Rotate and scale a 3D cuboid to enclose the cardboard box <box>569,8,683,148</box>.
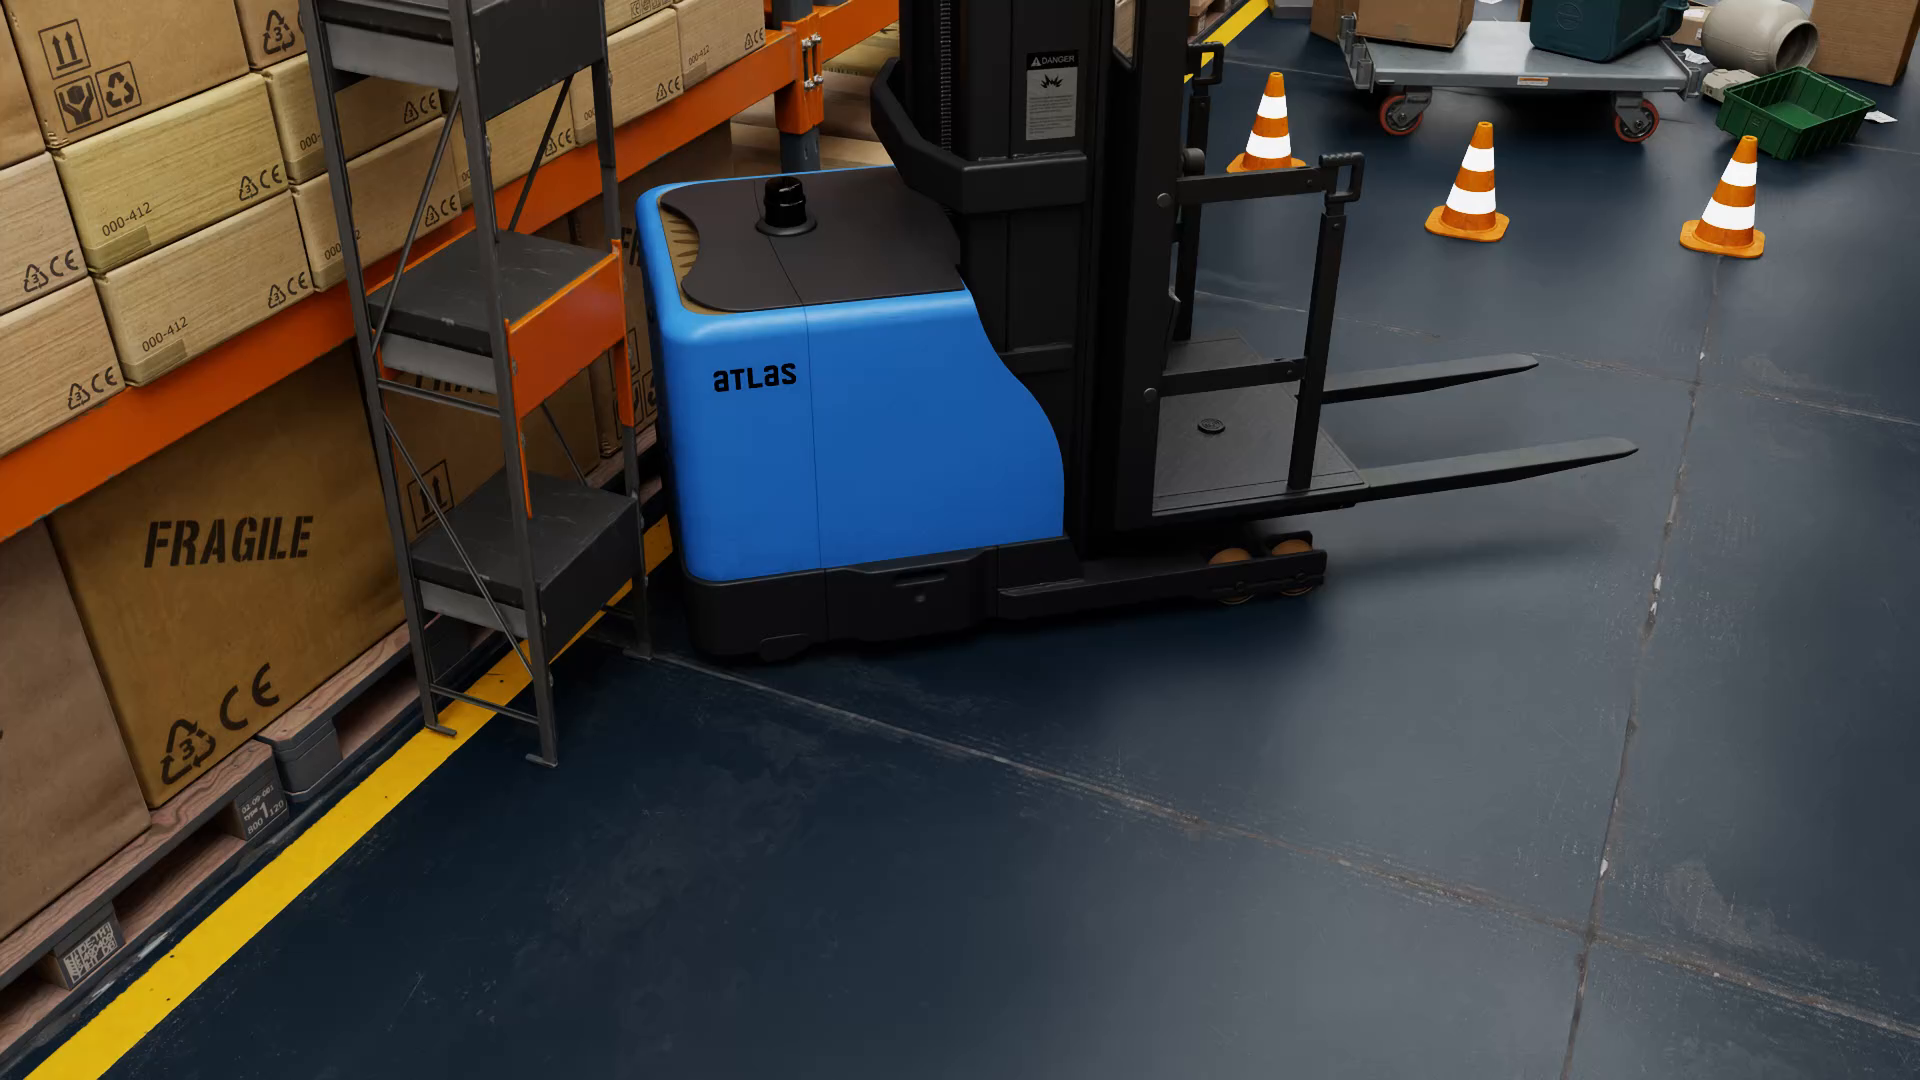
[{"bbox_3d":[-1.138,-1.341,4.697,0.500,0.250,0.500,15,36,21],"label":"cardboard box"}]

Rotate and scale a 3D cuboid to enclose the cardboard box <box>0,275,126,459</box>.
[{"bbox_3d":[-1.997,-0.335,3.162,0.500,0.250,0.500,13,36,19],"label":"cardboard box"}]

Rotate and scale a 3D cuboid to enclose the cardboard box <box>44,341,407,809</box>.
[{"bbox_3d":[-2.079,-0.047,4.141,0.875,0.875,0.875,15,36,22],"label":"cardboard box"}]

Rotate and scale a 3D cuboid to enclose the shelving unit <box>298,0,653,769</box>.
[{"bbox_3d":[-1.102,-0.444,3.993,0.431,2.100,0.503,14,36,16],"label":"shelving unit"}]

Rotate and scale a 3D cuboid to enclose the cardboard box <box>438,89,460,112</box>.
[{"bbox_3d":[-1.342,-1.304,4.185,0.500,0.250,0.500,13,36,19],"label":"cardboard box"}]

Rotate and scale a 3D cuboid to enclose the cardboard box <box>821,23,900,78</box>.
[{"bbox_3d":[-0.094,-2.075,7.693,0.950,0.372,0.625,15,36,22],"label":"cardboard box"}]

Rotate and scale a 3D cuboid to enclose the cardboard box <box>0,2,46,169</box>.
[{"bbox_3d":[-2.003,-0.854,2.814,0.500,0.500,0.500,14,36,20],"label":"cardboard box"}]

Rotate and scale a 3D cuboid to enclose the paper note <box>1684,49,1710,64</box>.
[{"bbox_3d":[4.155,-2.732,9.395,0.172,0.023,0.155,29,43,36],"label":"paper note"}]

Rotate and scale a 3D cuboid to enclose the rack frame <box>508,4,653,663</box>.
[{"bbox_3d":[-1.014,-0.569,4.184,0.400,2.100,0.015,14,36,16],"label":"rack frame"}]

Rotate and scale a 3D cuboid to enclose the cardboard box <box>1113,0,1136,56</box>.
[{"bbox_3d":[0.493,-2.781,8.769,0.950,0.372,0.625,15,36,21],"label":"cardboard box"}]

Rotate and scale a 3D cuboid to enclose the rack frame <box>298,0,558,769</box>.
[{"bbox_3d":[-1.189,-0.319,3.803,0.400,2.100,0.015,14,36,16],"label":"rack frame"}]

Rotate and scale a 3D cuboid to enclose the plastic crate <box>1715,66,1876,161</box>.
[{"bbox_3d":[4.132,-2.116,8.253,0.662,0.188,0.450,-21,49,-29],"label":"plastic crate"}]

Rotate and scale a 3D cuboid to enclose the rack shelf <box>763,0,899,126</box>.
[{"bbox_3d":[-0.126,-2.669,7.241,1.077,0.370,4.000,14,36,20],"label":"rack shelf"}]

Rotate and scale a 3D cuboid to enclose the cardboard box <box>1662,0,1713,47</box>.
[{"bbox_3d":[4.295,-3.016,9.607,0.396,0.266,0.258,21,39,28],"label":"cardboard box"}]

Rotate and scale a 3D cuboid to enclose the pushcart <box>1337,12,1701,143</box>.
[{"bbox_3d":[2.802,-2.371,8.522,1.648,0.377,0.936,3,33,4],"label":"pushcart"}]

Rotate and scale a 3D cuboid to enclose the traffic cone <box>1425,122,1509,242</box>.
[{"bbox_3d":[2.250,-1.592,7.256,0.336,0.463,0.334,14,36,20],"label":"traffic cone"}]

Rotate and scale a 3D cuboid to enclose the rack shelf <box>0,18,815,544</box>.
[{"bbox_3d":[-1.800,-0.677,4.202,1.077,0.370,4.000,14,36,20],"label":"rack shelf"}]

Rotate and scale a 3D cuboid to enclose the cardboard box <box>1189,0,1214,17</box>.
[{"bbox_3d":[1.203,-3.223,9.555,0.500,0.250,0.500,13,35,18],"label":"cardboard box"}]

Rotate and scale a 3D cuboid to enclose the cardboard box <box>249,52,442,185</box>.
[{"bbox_3d":[-1.559,-1.046,3.790,0.500,0.250,0.500,13,35,19],"label":"cardboard box"}]

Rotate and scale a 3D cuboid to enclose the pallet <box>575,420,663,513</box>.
[{"bbox_3d":[-1.361,-0.432,5.716,1.003,0.211,1.213,14,36,20],"label":"pallet"}]

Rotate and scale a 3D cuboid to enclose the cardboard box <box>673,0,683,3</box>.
[{"bbox_3d":[-0.935,-1.820,4.971,0.500,0.250,0.500,14,36,20],"label":"cardboard box"}]

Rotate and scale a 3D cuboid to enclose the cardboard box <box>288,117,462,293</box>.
[{"bbox_3d":[-1.551,-0.834,3.923,0.500,0.250,0.500,14,36,20],"label":"cardboard box"}]

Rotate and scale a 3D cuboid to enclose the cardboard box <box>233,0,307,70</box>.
[{"bbox_3d":[-1.581,-1.362,3.589,0.500,0.500,0.500,14,36,20],"label":"cardboard box"}]

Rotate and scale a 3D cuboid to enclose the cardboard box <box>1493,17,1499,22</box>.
[{"bbox_3d":[3.001,-2.736,9.180,0.258,0.266,0.396,-9,34,-13],"label":"cardboard box"}]

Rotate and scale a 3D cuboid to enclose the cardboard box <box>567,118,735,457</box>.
[{"bbox_3d":[-1.327,-0.936,5.496,0.875,0.875,0.875,14,36,20],"label":"cardboard box"}]

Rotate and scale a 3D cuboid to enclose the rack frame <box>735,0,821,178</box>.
[{"bbox_3d":[-0.963,-1.973,5.524,1.000,3.000,0.127,14,36,20],"label":"rack frame"}]

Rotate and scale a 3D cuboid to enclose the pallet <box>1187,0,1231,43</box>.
[{"bbox_3d":[0.960,-3.142,9.849,1.003,0.211,1.213,14,36,20],"label":"pallet"}]

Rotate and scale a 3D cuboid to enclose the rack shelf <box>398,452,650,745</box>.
[{"bbox_3d":[-1.135,0.144,4.396,0.431,0.518,0.480,14,36,16],"label":"rack shelf"}]

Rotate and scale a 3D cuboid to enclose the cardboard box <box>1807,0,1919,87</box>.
[{"bbox_3d":[4.966,-2.845,9.130,0.500,0.500,0.500,21,39,28],"label":"cardboard box"}]

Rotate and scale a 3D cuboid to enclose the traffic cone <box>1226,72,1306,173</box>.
[{"bbox_3d":[1.463,-1.966,7.826,0.336,0.463,0.334,14,36,20],"label":"traffic cone"}]

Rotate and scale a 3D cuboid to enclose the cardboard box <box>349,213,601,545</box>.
[{"bbox_3d":[-1.704,-0.492,4.820,0.875,0.875,0.875,15,36,21],"label":"cardboard box"}]

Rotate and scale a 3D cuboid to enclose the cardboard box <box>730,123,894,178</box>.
[{"bbox_3d":[-0.717,-1.329,6.555,0.950,0.372,0.625,12,35,17],"label":"cardboard box"}]

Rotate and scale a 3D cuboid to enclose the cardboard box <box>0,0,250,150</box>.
[{"bbox_3d":[-1.791,-1.103,3.194,0.500,0.500,0.500,13,36,19],"label":"cardboard box"}]

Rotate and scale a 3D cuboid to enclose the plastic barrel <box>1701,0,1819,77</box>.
[{"bbox_3d":[4.330,-2.720,9.012,0.421,0.421,0.512,-15,36,-21],"label":"plastic barrel"}]

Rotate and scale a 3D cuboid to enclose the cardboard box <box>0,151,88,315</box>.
[{"bbox_3d":[-2.004,-0.548,3.031,0.500,0.250,0.500,15,36,21],"label":"cardboard box"}]

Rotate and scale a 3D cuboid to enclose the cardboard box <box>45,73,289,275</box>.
[{"bbox_3d":[-1.768,-0.793,3.405,0.500,0.250,0.500,15,36,21],"label":"cardboard box"}]

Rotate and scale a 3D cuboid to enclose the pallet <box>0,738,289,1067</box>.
[{"bbox_3d":[-2.382,0.783,3.863,1.003,0.211,1.213,14,36,20],"label":"pallet"}]

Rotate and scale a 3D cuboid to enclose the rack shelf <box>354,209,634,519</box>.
[{"bbox_3d":[-1.102,-0.433,4.001,0.431,0.518,0.480,14,36,16],"label":"rack shelf"}]

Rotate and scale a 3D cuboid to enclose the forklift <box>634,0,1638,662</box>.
[{"bbox_3d":[0.609,-1.307,4.571,3.031,2.935,1.130,-8,34,-11],"label":"forklift"}]

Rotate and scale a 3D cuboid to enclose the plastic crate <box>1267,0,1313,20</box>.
[{"bbox_3d":[2.112,-3.338,10.269,0.402,0.080,0.583,3,33,4],"label":"plastic crate"}]

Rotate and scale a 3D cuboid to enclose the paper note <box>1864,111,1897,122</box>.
[{"bbox_3d":[4.708,-2.182,8.549,0.147,0.020,0.142,-9,34,-13],"label":"paper note"}]

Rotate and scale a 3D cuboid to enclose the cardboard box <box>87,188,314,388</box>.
[{"bbox_3d":[-1.769,-0.587,3.546,0.500,0.250,0.500,14,36,20],"label":"cardboard box"}]

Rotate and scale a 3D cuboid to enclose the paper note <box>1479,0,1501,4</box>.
[{"bbox_3d":[3.305,-3.395,10.411,0.148,0.019,0.142,29,43,36],"label":"paper note"}]

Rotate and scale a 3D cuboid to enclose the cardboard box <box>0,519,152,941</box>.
[{"bbox_3d":[-2.450,0.404,3.452,0.875,0.875,0.875,15,36,22],"label":"cardboard box"}]

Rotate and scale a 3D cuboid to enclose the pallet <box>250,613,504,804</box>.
[{"bbox_3d":[-1.873,0.173,4.793,1.003,0.211,1.213,14,36,20],"label":"pallet"}]

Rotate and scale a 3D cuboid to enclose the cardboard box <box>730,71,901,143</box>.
[{"bbox_3d":[-0.416,-1.699,7.118,0.950,0.372,0.625,13,36,20],"label":"cardboard box"}]

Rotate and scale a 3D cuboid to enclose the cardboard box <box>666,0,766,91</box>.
[{"bbox_3d":[-0.939,-1.599,5.090,0.500,0.250,0.500,13,35,19],"label":"cardboard box"}]

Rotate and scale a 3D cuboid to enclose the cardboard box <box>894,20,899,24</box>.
[{"bbox_3d":[0.196,-2.422,8.221,0.950,0.372,0.625,16,37,23],"label":"cardboard box"}]

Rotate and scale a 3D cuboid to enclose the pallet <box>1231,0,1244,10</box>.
[{"bbox_3d":[1.469,-3.752,10.779,1.003,0.211,1.213,14,36,20],"label":"pallet"}]

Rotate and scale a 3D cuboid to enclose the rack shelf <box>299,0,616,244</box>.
[{"bbox_3d":[-1.069,-1.011,3.607,0.431,0.518,0.480,14,36,16],"label":"rack shelf"}]

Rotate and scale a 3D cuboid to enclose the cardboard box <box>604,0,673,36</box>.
[{"bbox_3d":[-1.146,-1.564,4.581,0.500,0.250,0.500,13,36,19],"label":"cardboard box"}]

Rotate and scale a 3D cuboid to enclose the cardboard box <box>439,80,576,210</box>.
[{"bbox_3d":[-1.363,-1.094,4.320,0.500,0.250,0.500,14,36,20],"label":"cardboard box"}]

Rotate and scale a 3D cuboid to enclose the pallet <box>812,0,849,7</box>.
[{"bbox_3d":[-0.761,-2.273,6.155,1.213,0.211,1.003,14,36,20],"label":"pallet"}]

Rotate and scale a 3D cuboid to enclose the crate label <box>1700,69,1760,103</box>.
[{"bbox_3d":[4.073,-2.384,8.761,0.298,0.136,0.250,-9,34,-13],"label":"crate label"}]

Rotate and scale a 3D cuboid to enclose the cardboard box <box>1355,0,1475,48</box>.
[{"bbox_3d":[2.340,-2.844,8.440,0.500,0.500,0.500,14,36,20],"label":"cardboard box"}]

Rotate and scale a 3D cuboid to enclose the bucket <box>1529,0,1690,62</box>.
[{"bbox_3d":[3.212,-2.744,8.298,0.726,0.611,0.620,29,53,36],"label":"bucket"}]

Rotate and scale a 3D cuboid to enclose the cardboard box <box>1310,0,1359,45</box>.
[{"bbox_3d":[2.395,-3.143,9.585,0.500,0.500,0.500,-15,36,-21],"label":"cardboard box"}]

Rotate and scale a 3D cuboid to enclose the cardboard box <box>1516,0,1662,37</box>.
[{"bbox_3d":[3.565,-3.047,9.315,0.797,0.637,0.503,14,36,20],"label":"cardboard box"}]

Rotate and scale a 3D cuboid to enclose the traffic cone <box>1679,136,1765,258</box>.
[{"bbox_3d":[3.316,-1.498,7.113,0.336,0.463,0.334,14,36,20],"label":"traffic cone"}]
